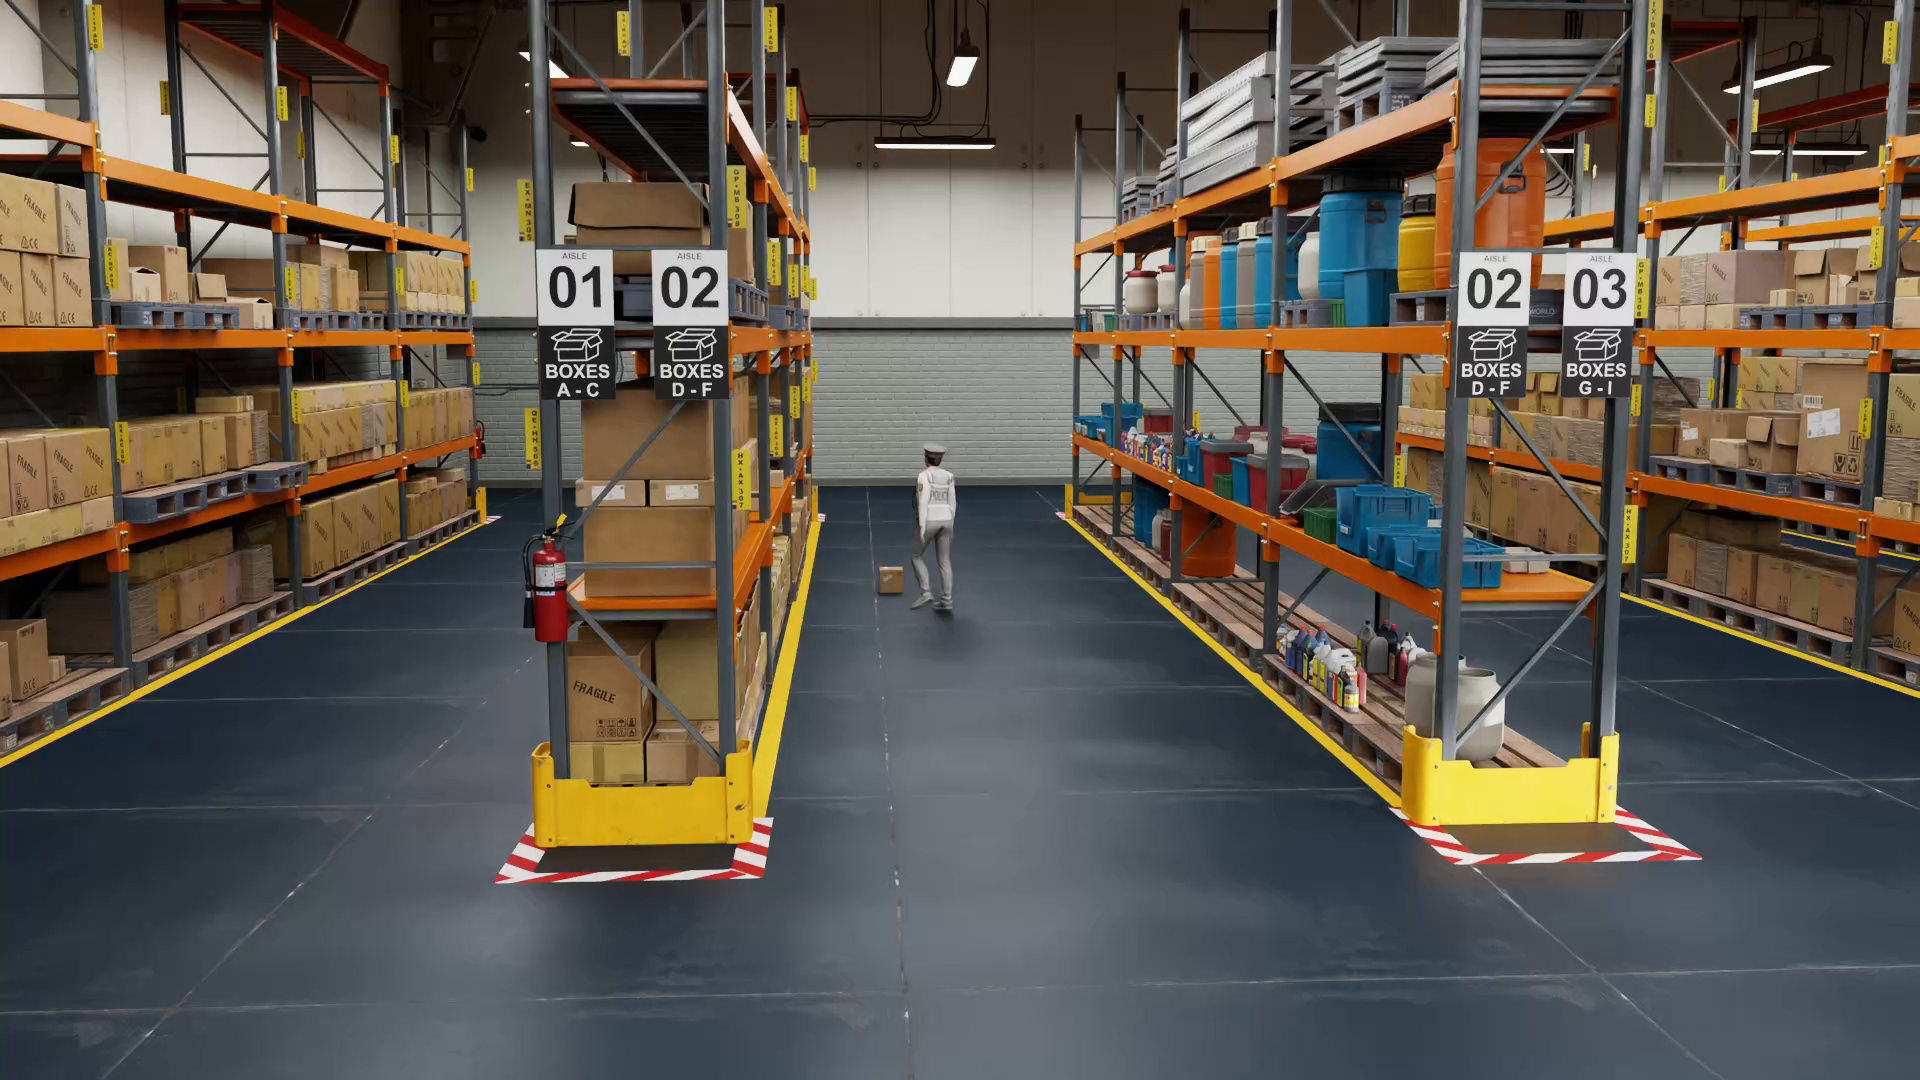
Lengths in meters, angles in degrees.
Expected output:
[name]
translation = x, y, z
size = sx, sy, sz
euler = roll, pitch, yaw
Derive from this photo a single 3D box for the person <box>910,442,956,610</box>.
[person]
translation = -0.233, -0.127, 16.669
size = 0.512, 1.682, 0.501
euler = -5, 8, -33
